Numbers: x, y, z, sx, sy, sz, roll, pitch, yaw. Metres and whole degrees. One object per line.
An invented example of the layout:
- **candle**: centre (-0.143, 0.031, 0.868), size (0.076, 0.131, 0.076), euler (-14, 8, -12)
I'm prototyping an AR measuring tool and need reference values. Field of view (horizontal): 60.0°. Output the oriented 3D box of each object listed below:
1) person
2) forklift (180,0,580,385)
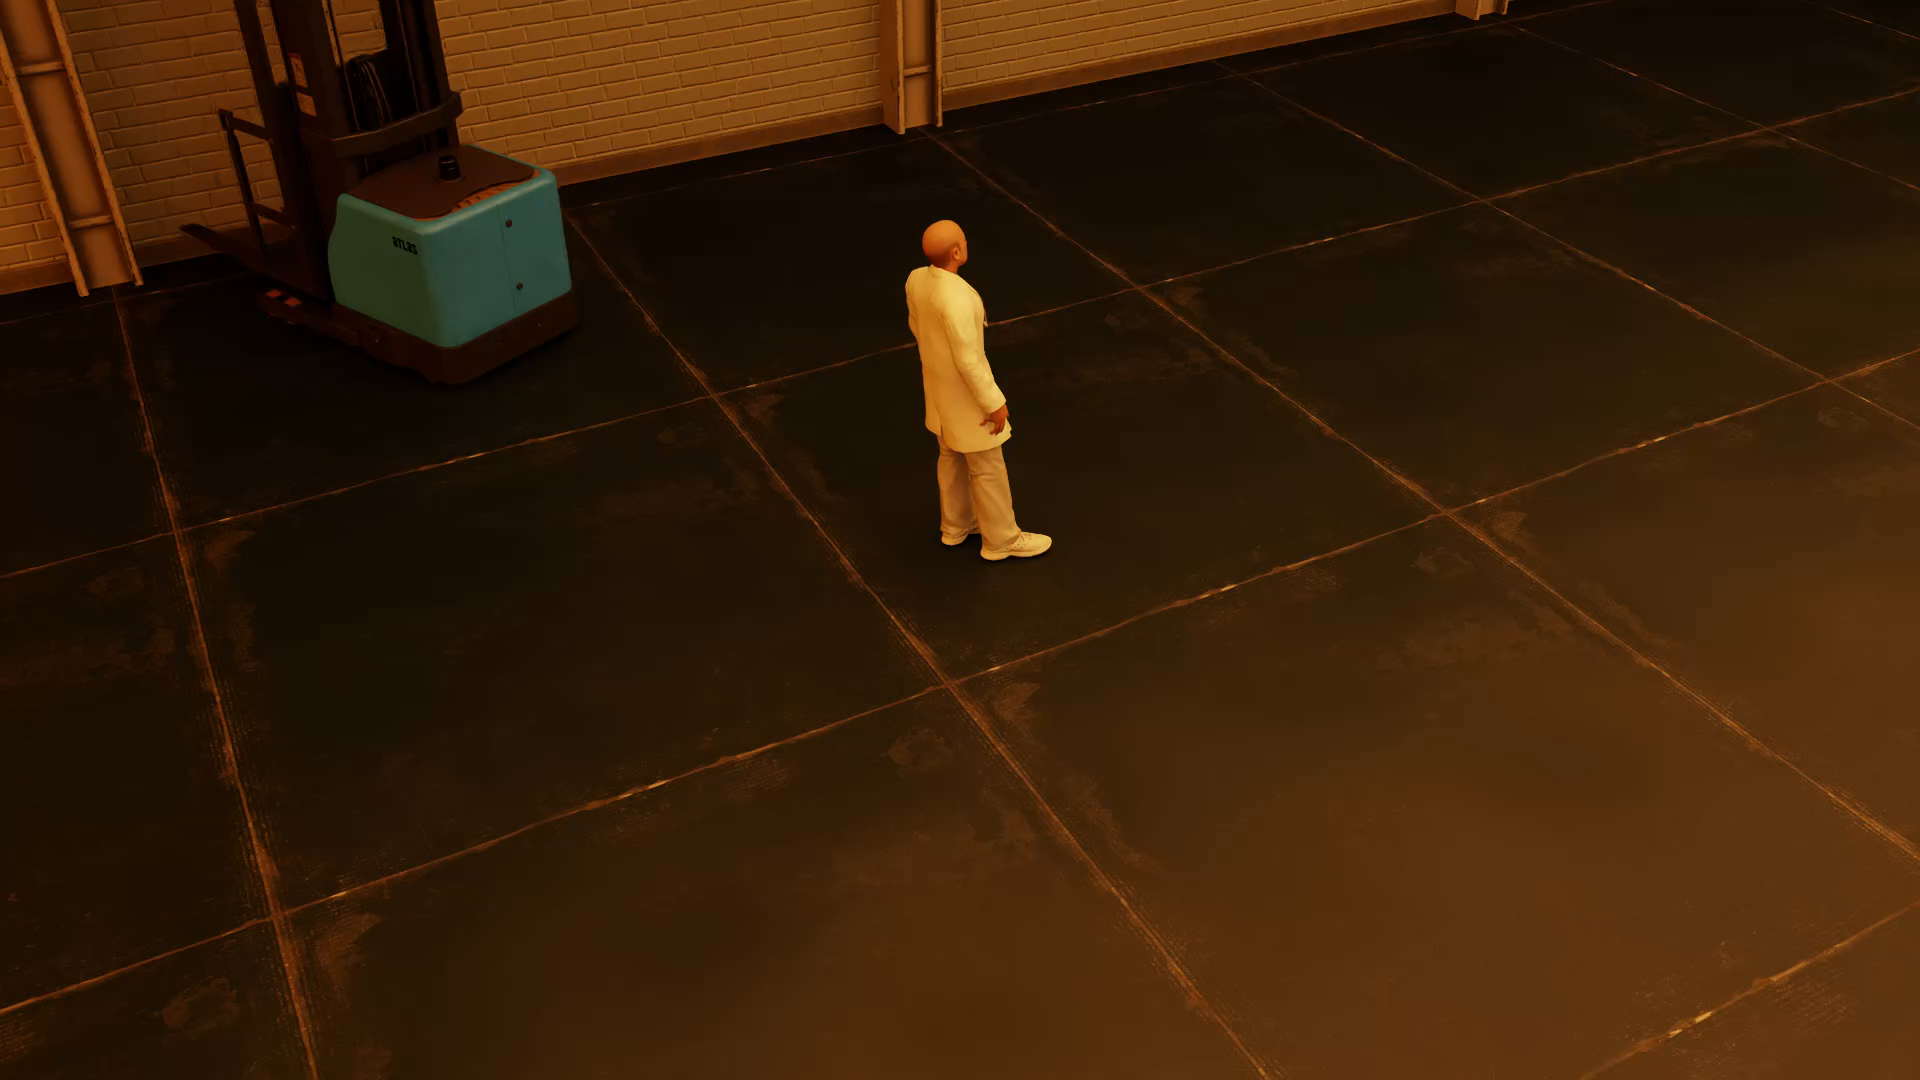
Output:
- **person**: centre (0.083, -0.755, 8.177), size (0.578, 1.778, 0.698), euler (-17, 39, -23)
- **forklift**: centre (-3.886, -2.792, 10.072), size (3.031, 2.935, 1.130), euler (23, 41, 29)
